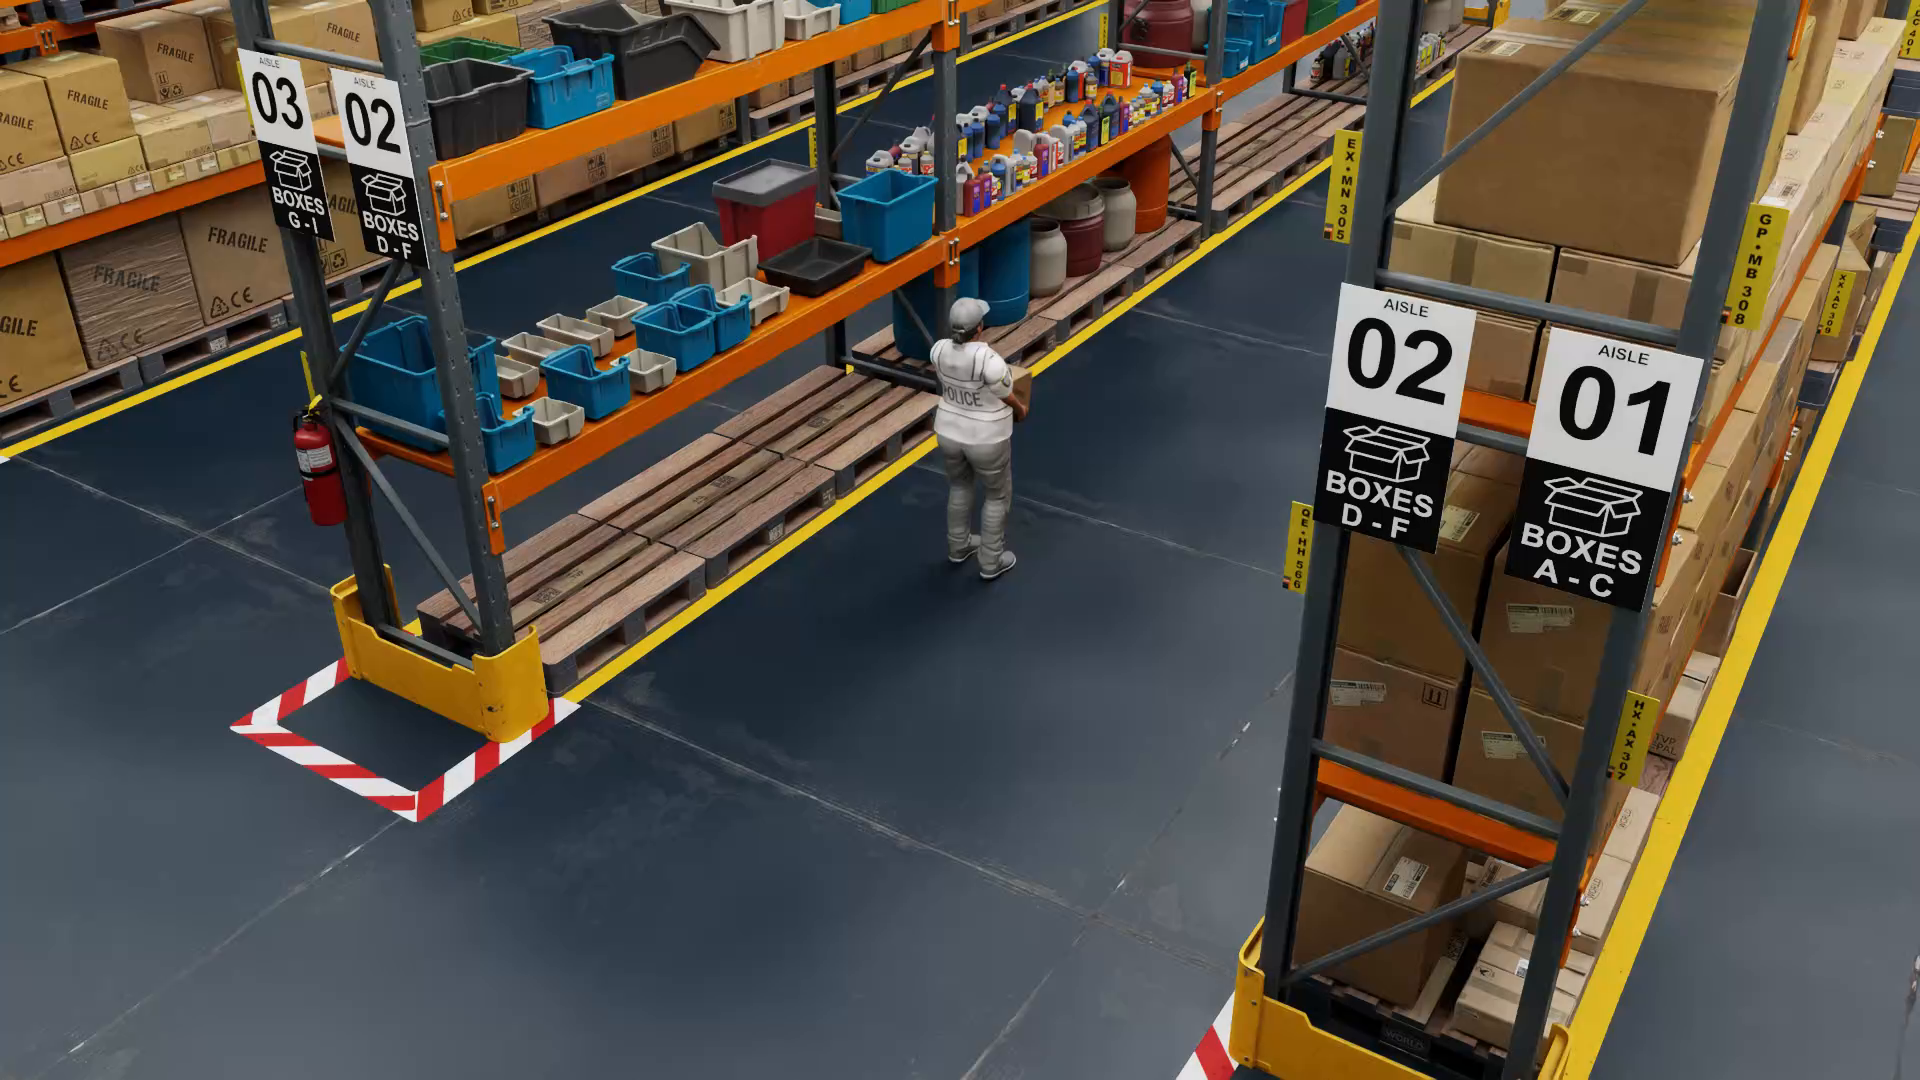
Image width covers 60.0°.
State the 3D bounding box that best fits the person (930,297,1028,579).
[{"bbox_3d":[0.113,-0.598,9.198,0.453,1.653,0.534,18,35,27],"label":"person"}]
